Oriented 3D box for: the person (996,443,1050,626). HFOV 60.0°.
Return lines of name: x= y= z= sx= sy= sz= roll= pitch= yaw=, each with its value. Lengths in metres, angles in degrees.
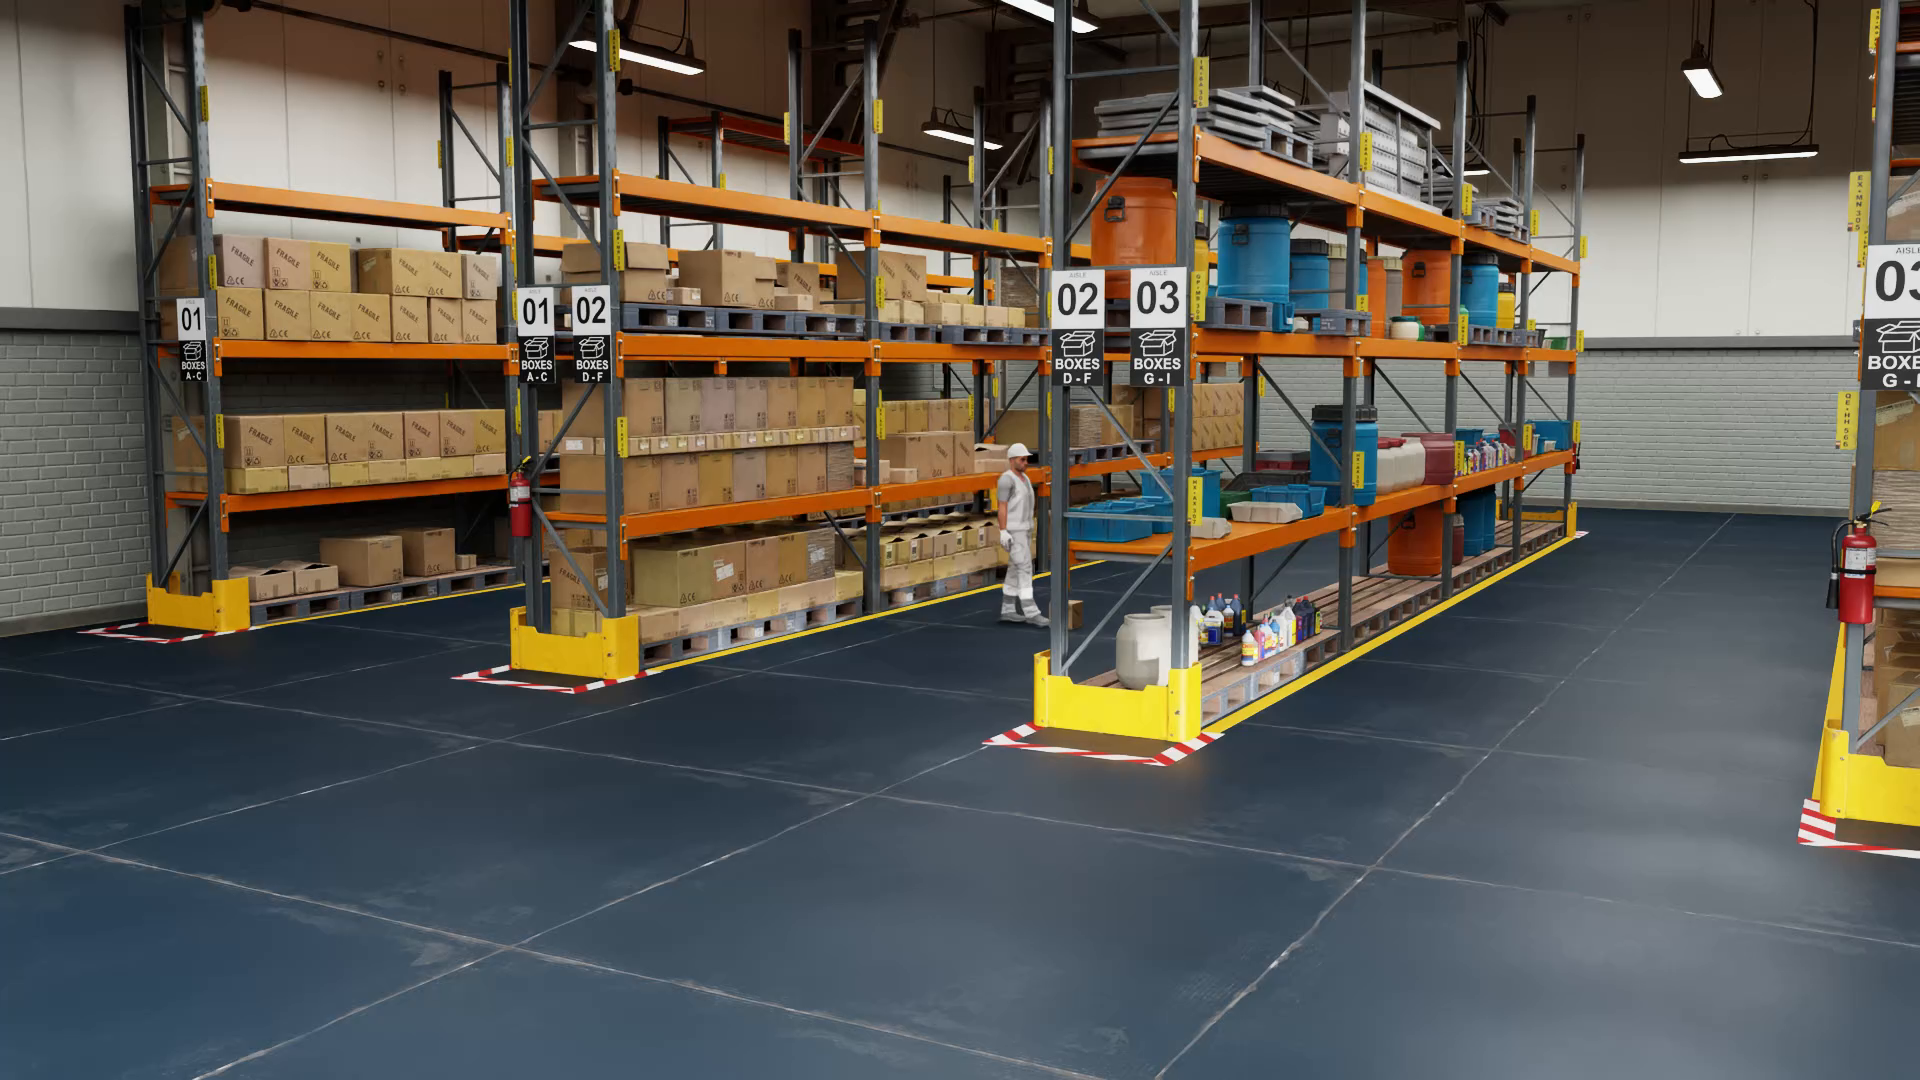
person: x=0.689 y=-0.062 z=16.465 sx=0.657 sy=1.781 sz=0.571 roll=3 pitch=7 yaw=27
